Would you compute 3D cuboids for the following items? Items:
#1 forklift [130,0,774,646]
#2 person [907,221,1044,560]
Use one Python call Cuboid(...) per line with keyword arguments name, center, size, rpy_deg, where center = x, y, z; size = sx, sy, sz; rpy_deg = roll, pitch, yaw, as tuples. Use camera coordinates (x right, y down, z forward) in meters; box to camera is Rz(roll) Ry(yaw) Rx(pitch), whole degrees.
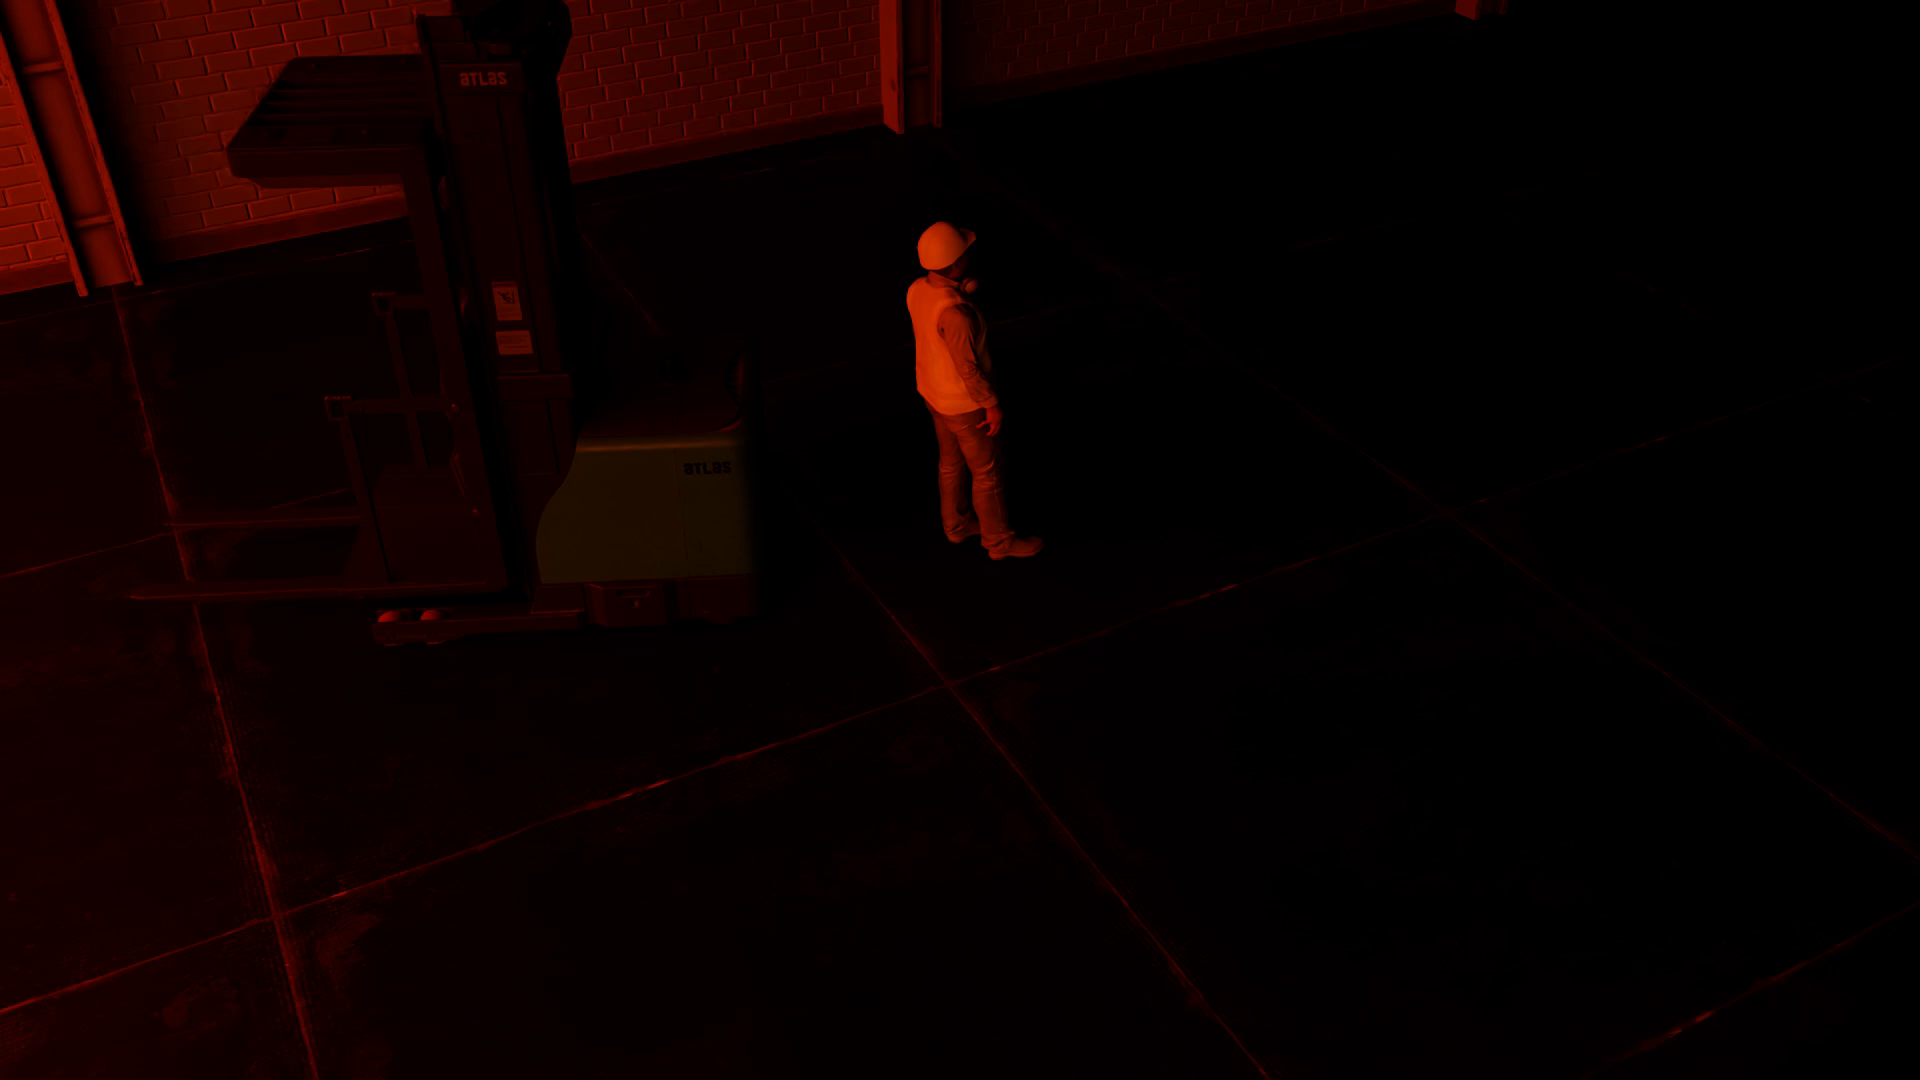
Cuboid(name="forklift", center=(-2.463, -1.007, 7.548), size=(3.031, 2.935, 1.130), rpy_deg=(-3, 35, -4))
Cuboid(name="person", center=(0.059, -0.744, 8.165), size=(0.566, 1.775, 0.633), rpy_deg=(-17, 39, -23))
